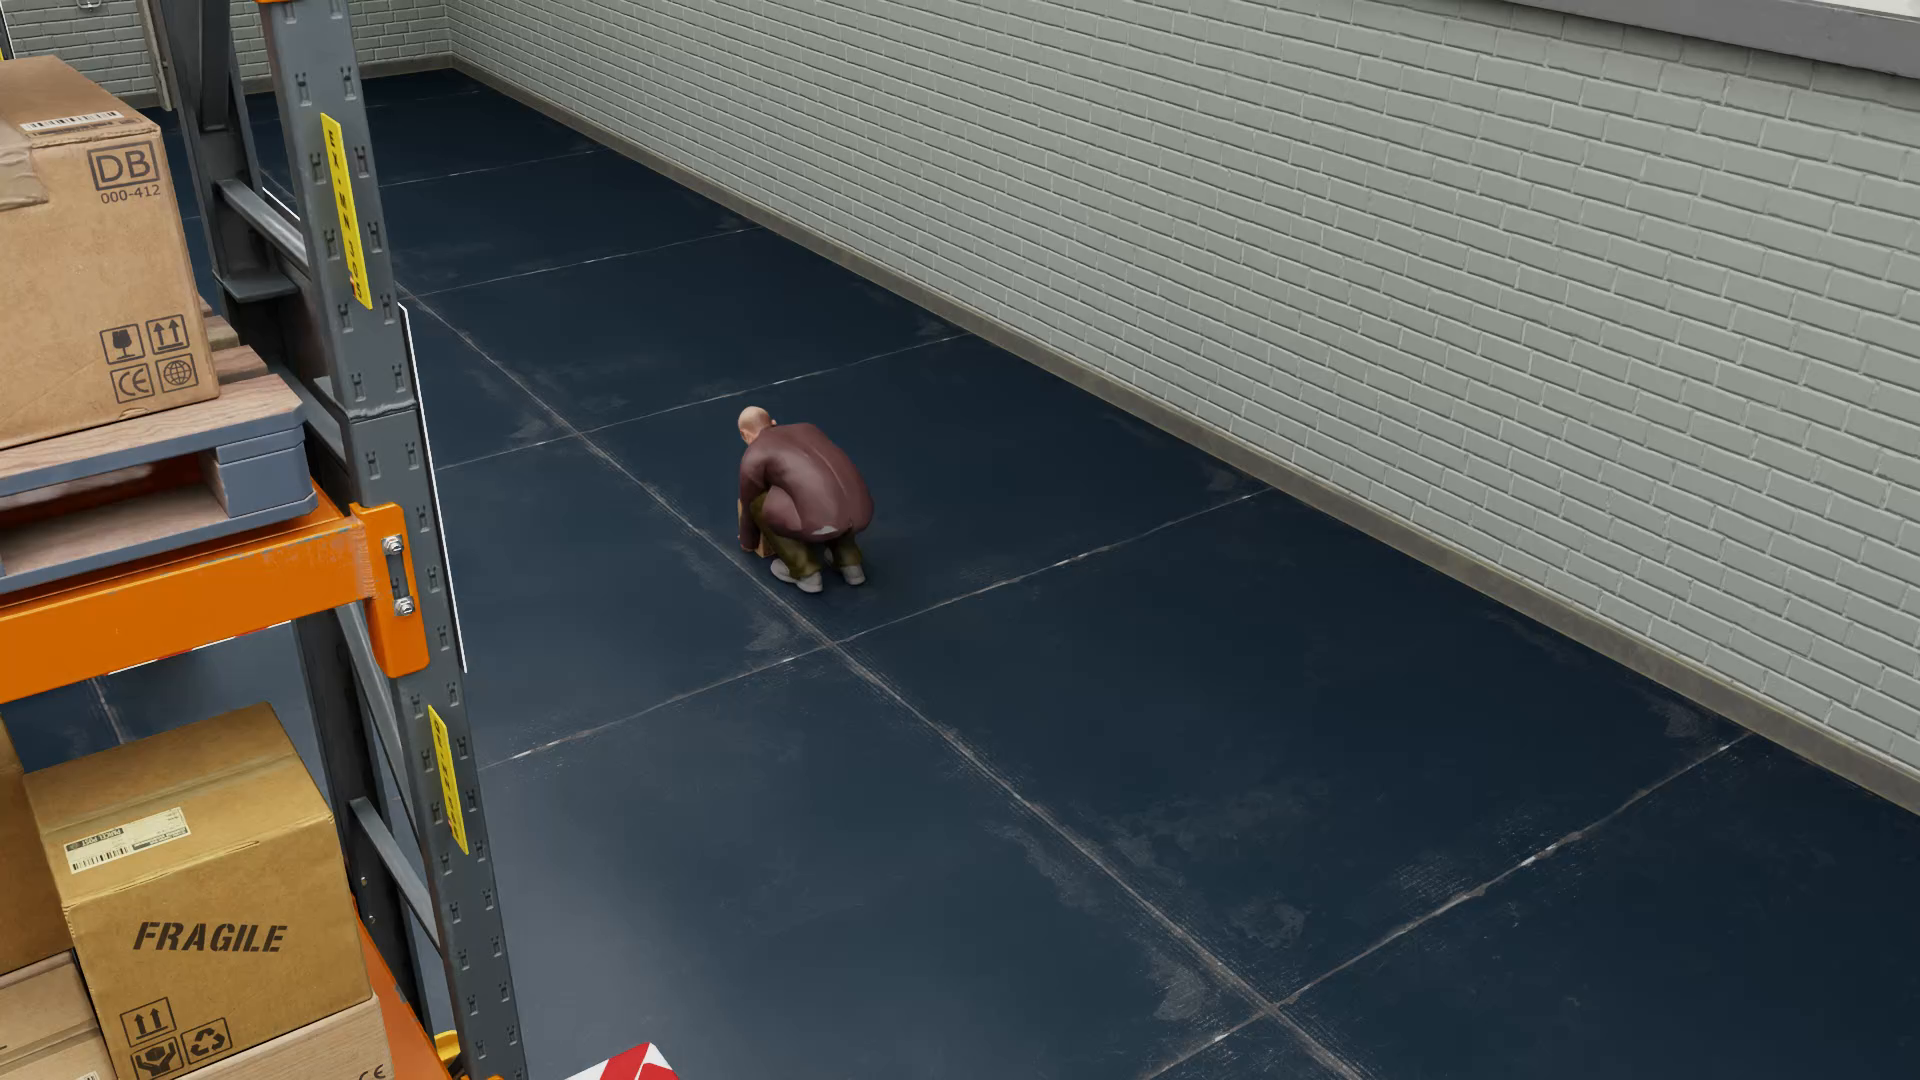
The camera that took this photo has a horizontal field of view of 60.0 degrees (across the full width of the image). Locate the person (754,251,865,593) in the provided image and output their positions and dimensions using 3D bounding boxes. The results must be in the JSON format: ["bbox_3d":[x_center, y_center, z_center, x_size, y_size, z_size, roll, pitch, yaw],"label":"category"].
[{"bbox_3d":[-0.766,-0.604,8.268,0.527,1.780,0.559,-19,34,-31],"label":"person"}]
